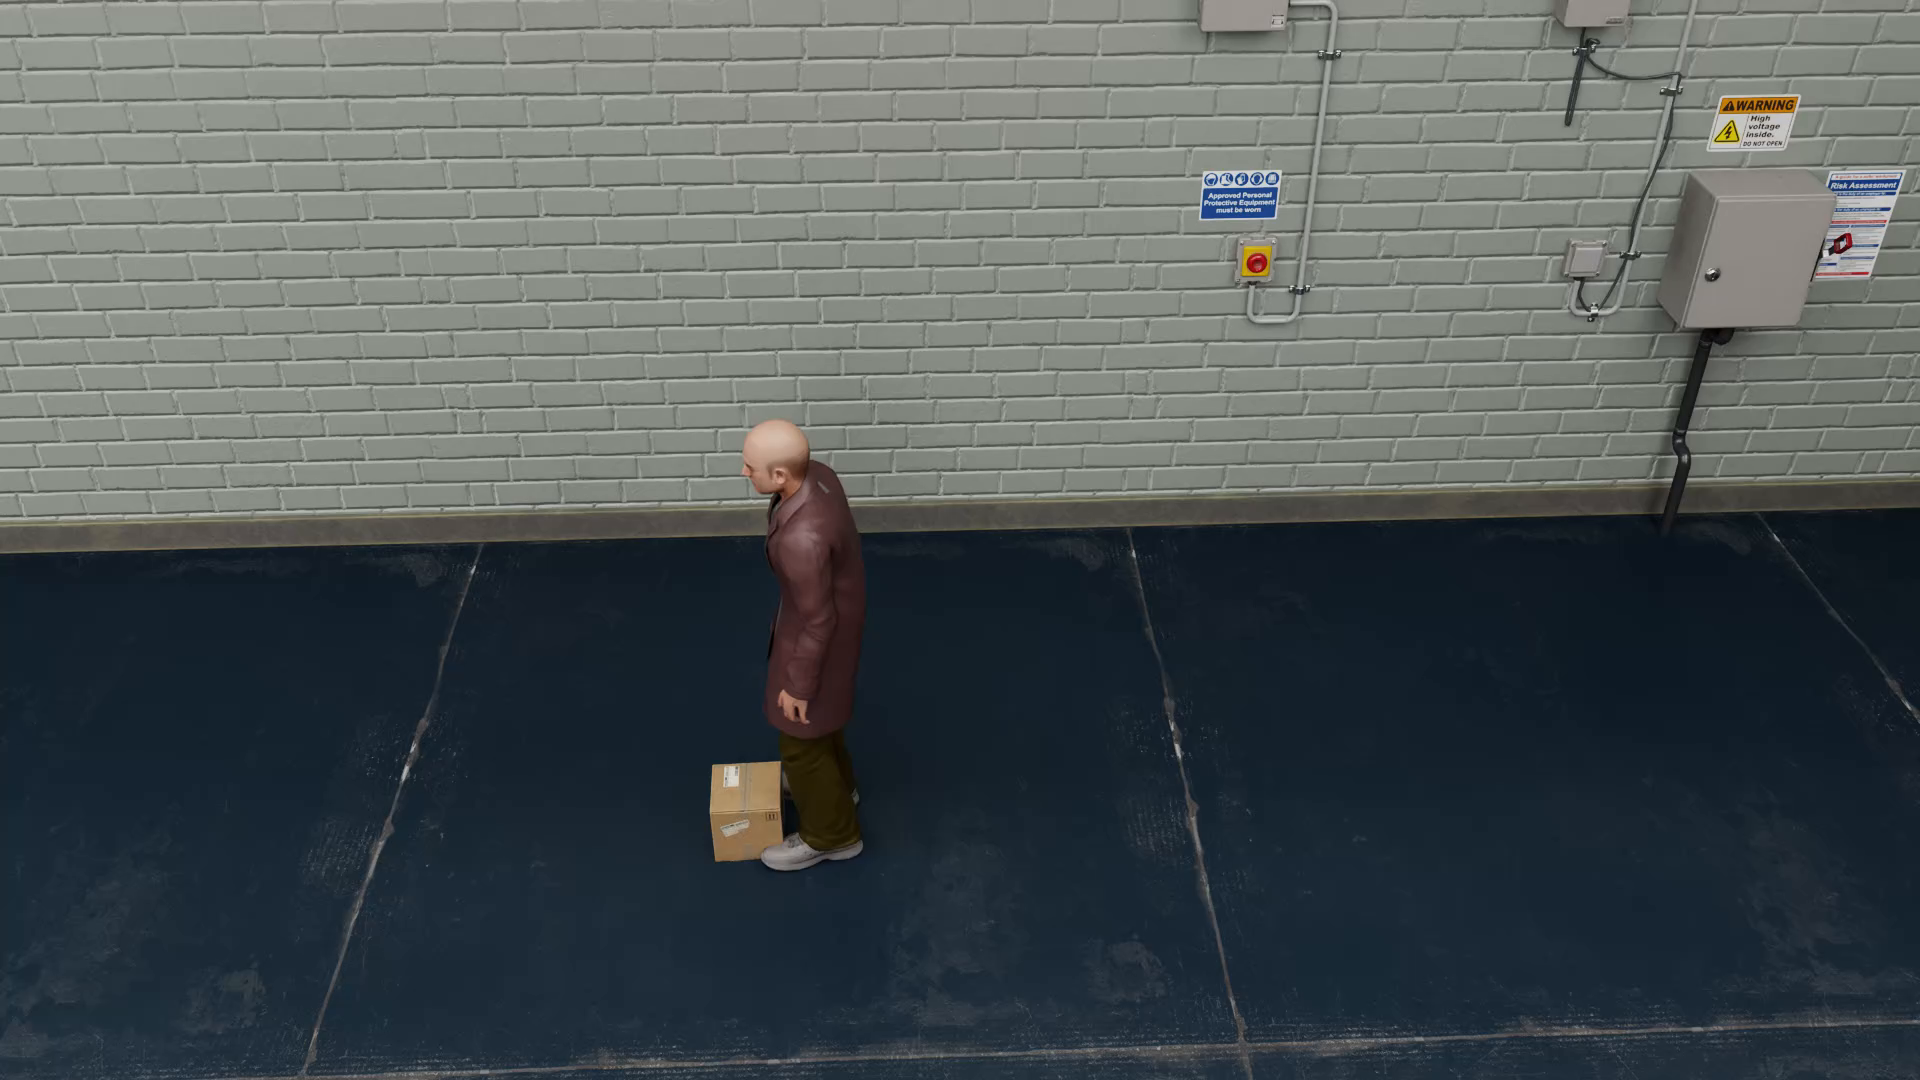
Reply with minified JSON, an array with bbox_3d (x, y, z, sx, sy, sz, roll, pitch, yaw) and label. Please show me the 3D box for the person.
[{"bbox_3d":[-0.523,0.351,5.653,0.428,1.773,0.642,-1,35,-2],"label":"person"}]
